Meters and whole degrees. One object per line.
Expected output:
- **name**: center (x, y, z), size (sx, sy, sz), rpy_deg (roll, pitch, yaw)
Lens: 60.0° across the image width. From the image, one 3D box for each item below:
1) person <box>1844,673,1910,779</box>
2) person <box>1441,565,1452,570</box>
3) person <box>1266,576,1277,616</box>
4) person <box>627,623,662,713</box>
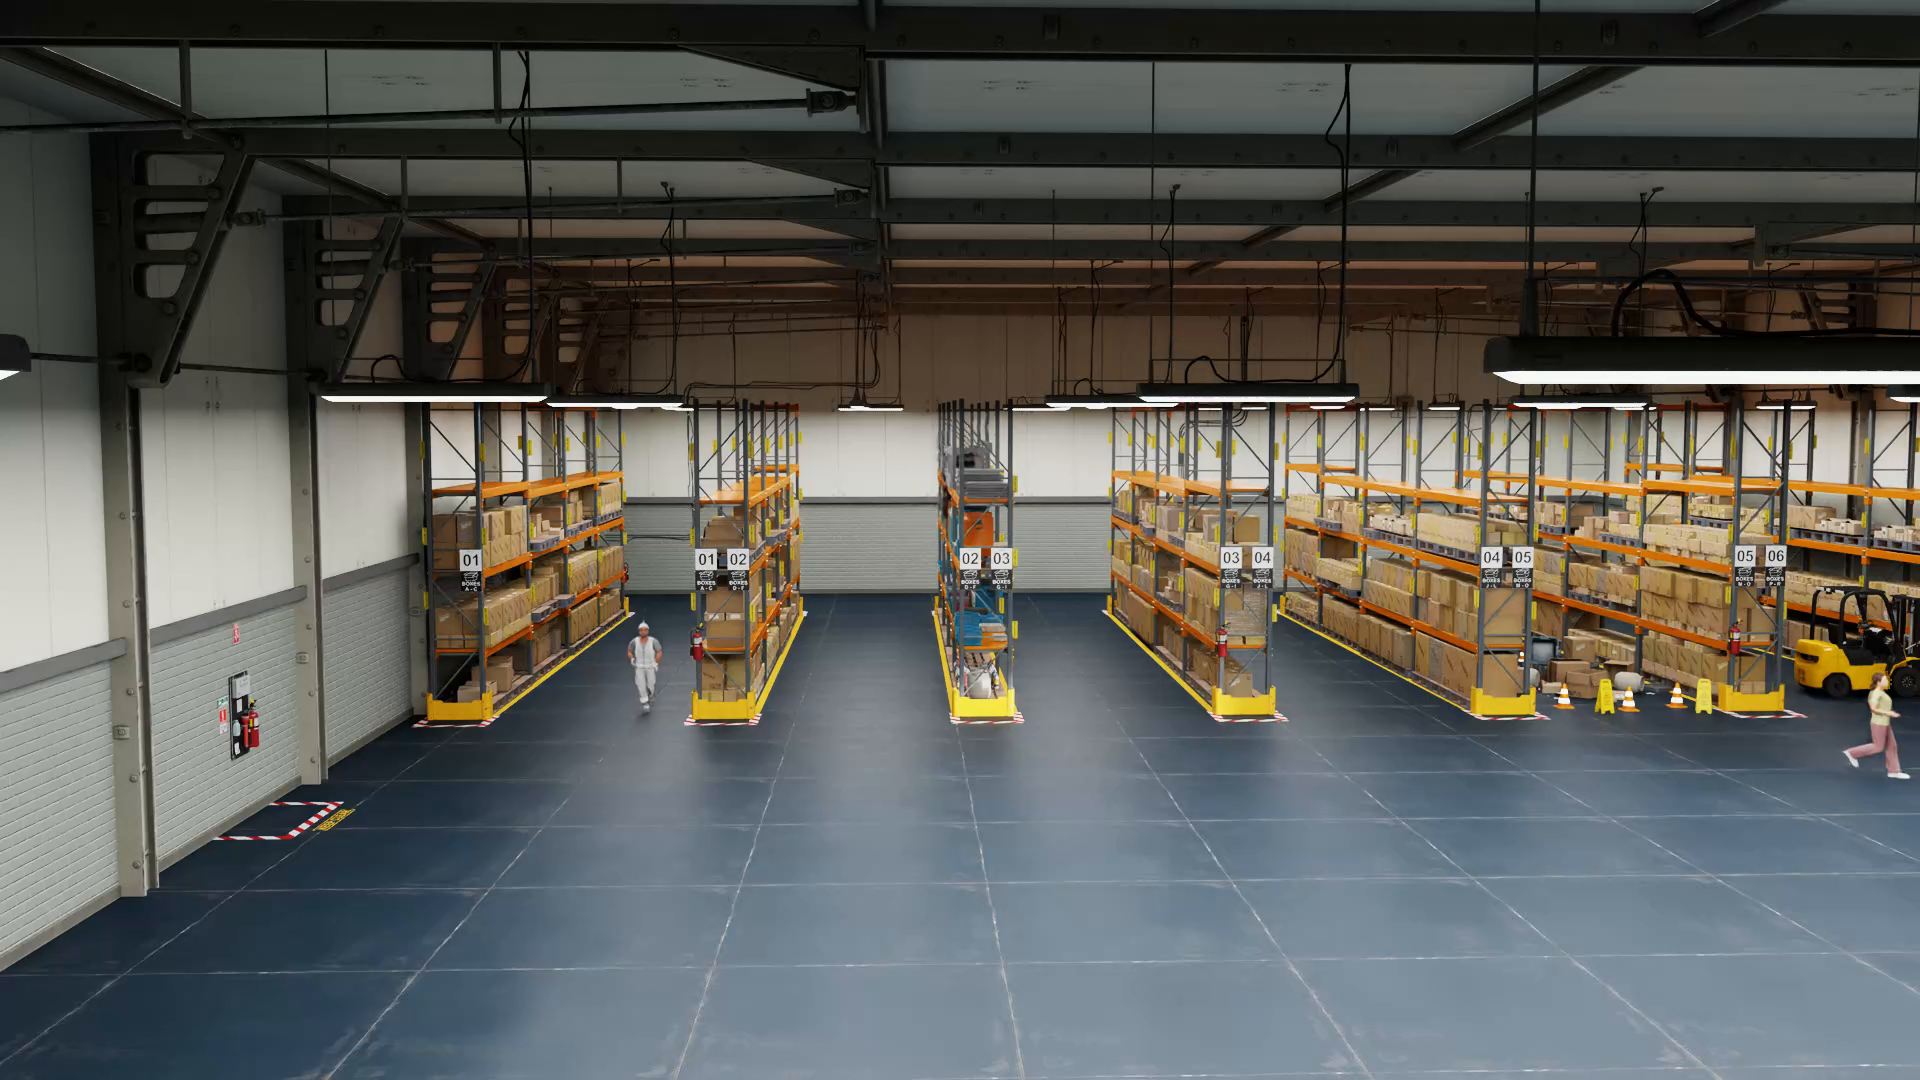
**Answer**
- **person**: center (14.449, 2.902, 26.144), size (0.924, 1.639, 0.580), rpy_deg (3, 6, 38)
- **person**: center (14.428, 1.157, 49.298), size (0.686, 1.656, 0.719), rpy_deg (2, 5, 22)
- **person**: center (8.143, 1.533, 44.488), size (0.646, 1.653, 0.706), rpy_deg (-1, 4, -10)
- **person**: center (-6.031, 2.447, 31.777), size (0.660, 1.746, 0.618), rpy_deg (0, 4, -4)
